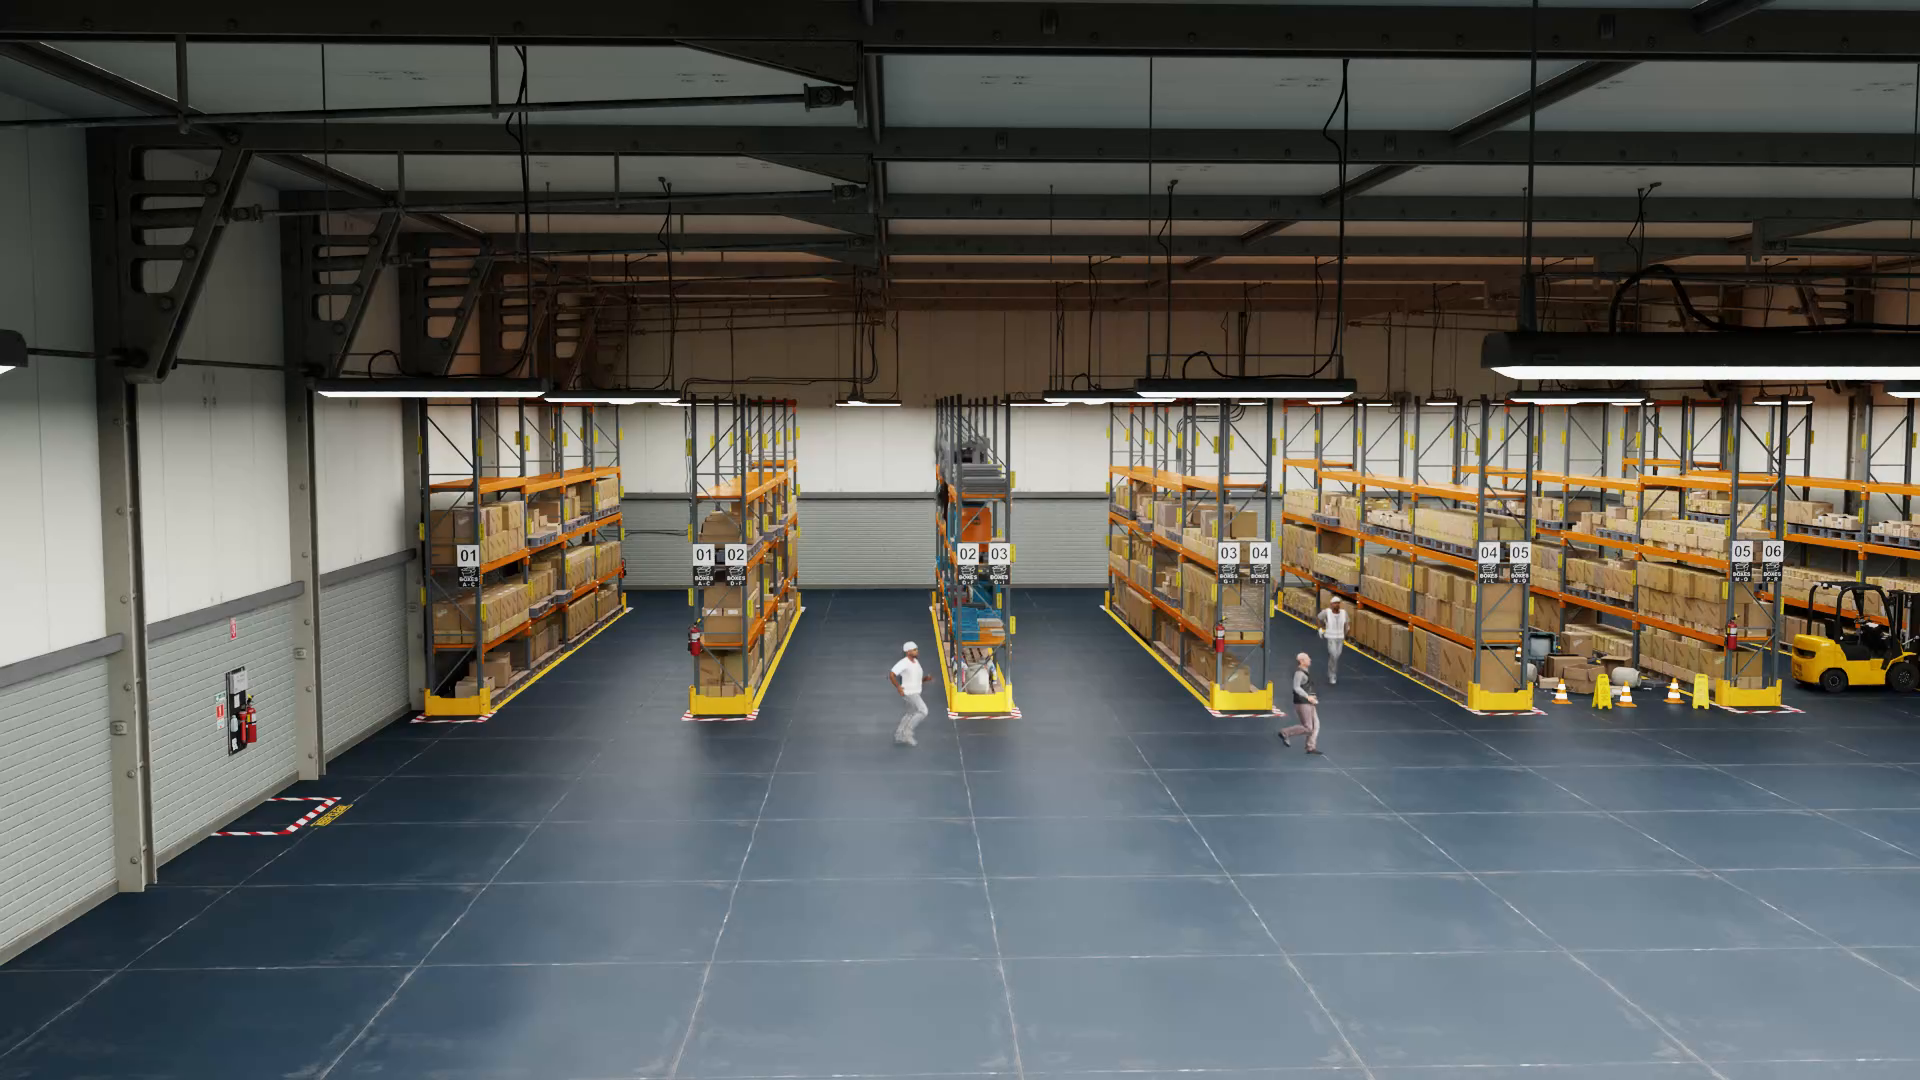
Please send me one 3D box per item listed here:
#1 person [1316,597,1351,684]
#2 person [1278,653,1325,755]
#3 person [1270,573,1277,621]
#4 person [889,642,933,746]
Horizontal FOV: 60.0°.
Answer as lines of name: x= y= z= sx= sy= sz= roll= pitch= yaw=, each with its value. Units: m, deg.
person: x=7.882 y=2.099 z=34.926 sx=0.662 sy=1.839 sz=0.778 roll=-1 pitch=5 yaw=-14
person: x=5.667 y=2.710 z=27.531 sx=0.762 sy=1.688 sz=0.675 roll=2 pitch=5 yaw=20
person: x=8.153 y=1.441 z=44.406 sx=0.606 sy=1.637 sz=0.708 roll=0 pitch=5 yaw=-3
person: x=-0.800 y=2.618 z=28.303 sx=0.697 sy=1.767 sz=0.674 roll=1 pitch=5 yaw=17
